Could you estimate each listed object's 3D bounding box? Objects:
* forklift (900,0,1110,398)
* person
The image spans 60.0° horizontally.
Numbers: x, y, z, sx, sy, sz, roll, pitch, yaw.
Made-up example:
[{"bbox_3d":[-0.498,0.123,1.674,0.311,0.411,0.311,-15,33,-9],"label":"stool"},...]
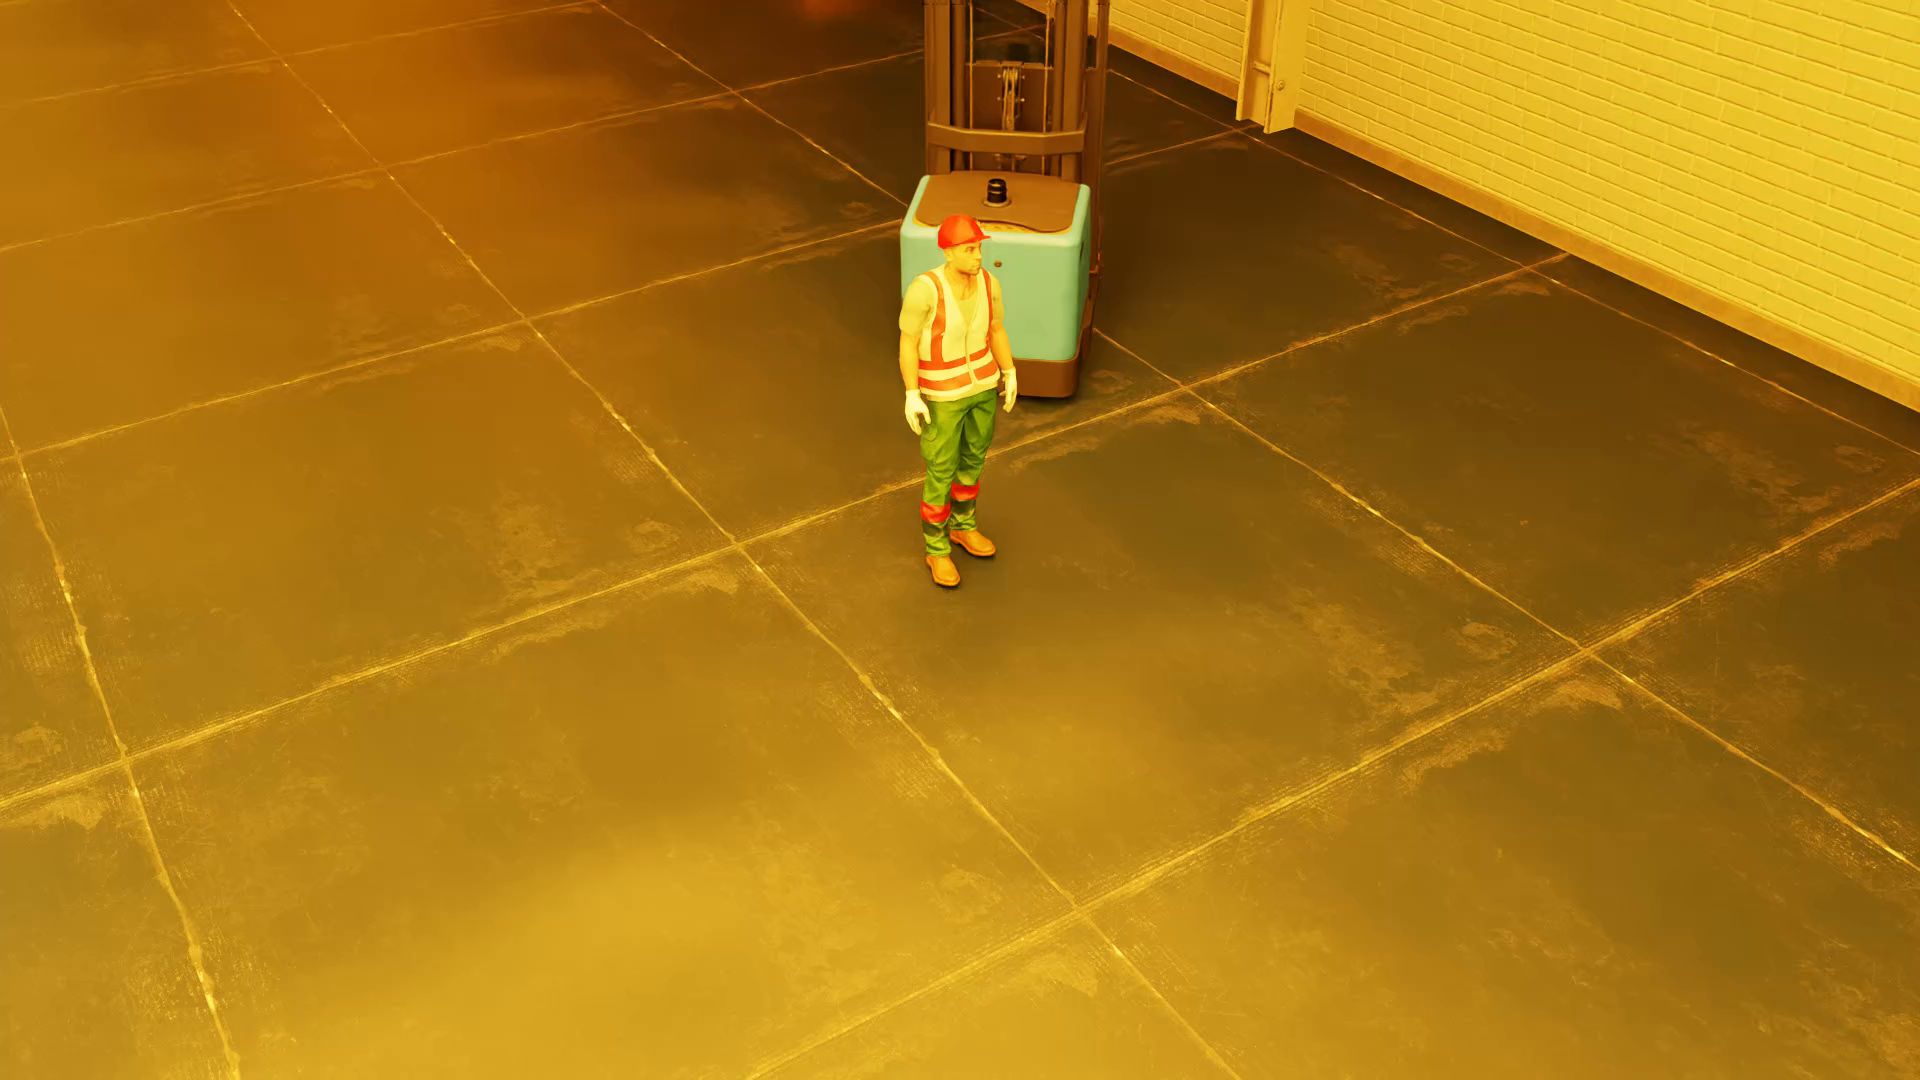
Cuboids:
[{"bbox_3d":[0.369,-2.870,10.232,1.130,2.935,3.031,5,35,7],"label":"forklift"},{"bbox_3d":[0.033,-0.696,8.118,0.638,1.788,0.563,-21,40,-27],"label":"person"}]
